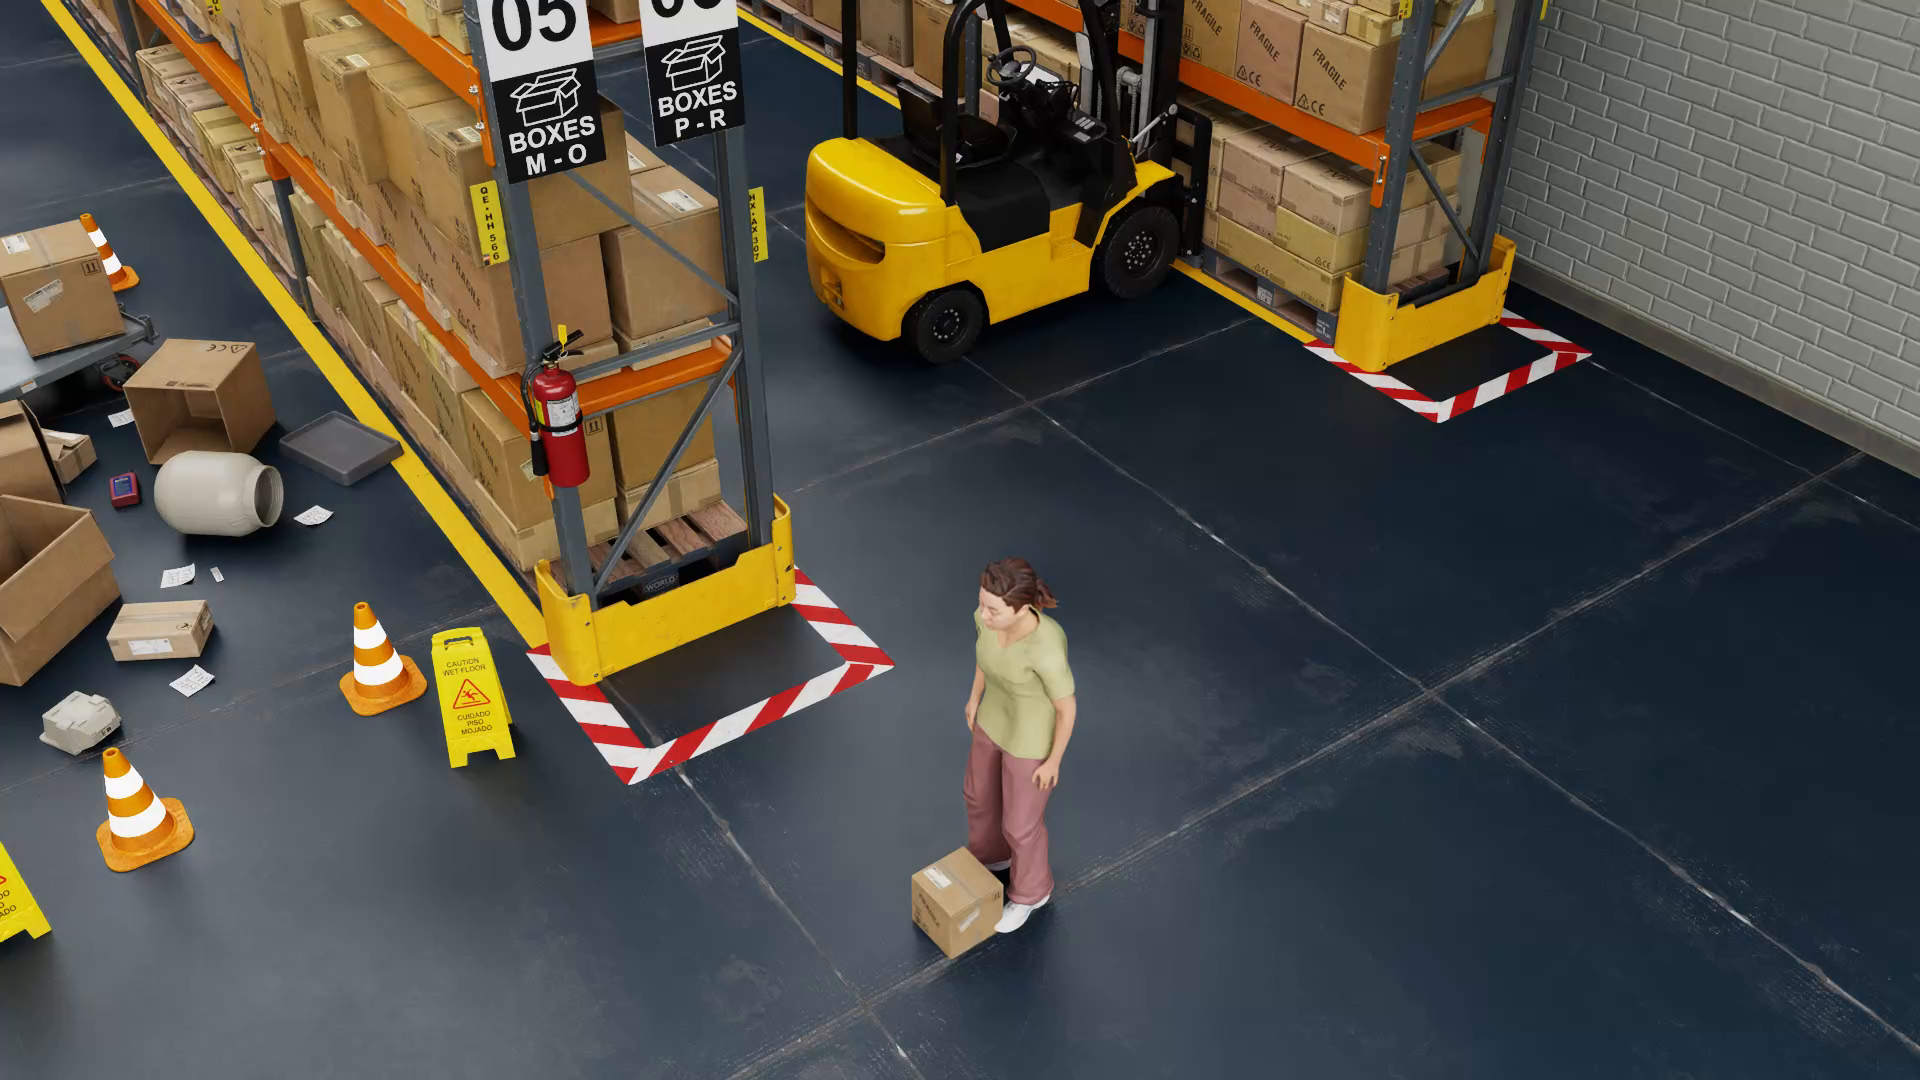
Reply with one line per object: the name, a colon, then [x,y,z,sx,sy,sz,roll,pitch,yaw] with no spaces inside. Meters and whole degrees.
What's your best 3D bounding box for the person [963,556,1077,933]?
person: [0.190,0.715,6.035,0.355,1.672,0.498,-24,43,-29]
